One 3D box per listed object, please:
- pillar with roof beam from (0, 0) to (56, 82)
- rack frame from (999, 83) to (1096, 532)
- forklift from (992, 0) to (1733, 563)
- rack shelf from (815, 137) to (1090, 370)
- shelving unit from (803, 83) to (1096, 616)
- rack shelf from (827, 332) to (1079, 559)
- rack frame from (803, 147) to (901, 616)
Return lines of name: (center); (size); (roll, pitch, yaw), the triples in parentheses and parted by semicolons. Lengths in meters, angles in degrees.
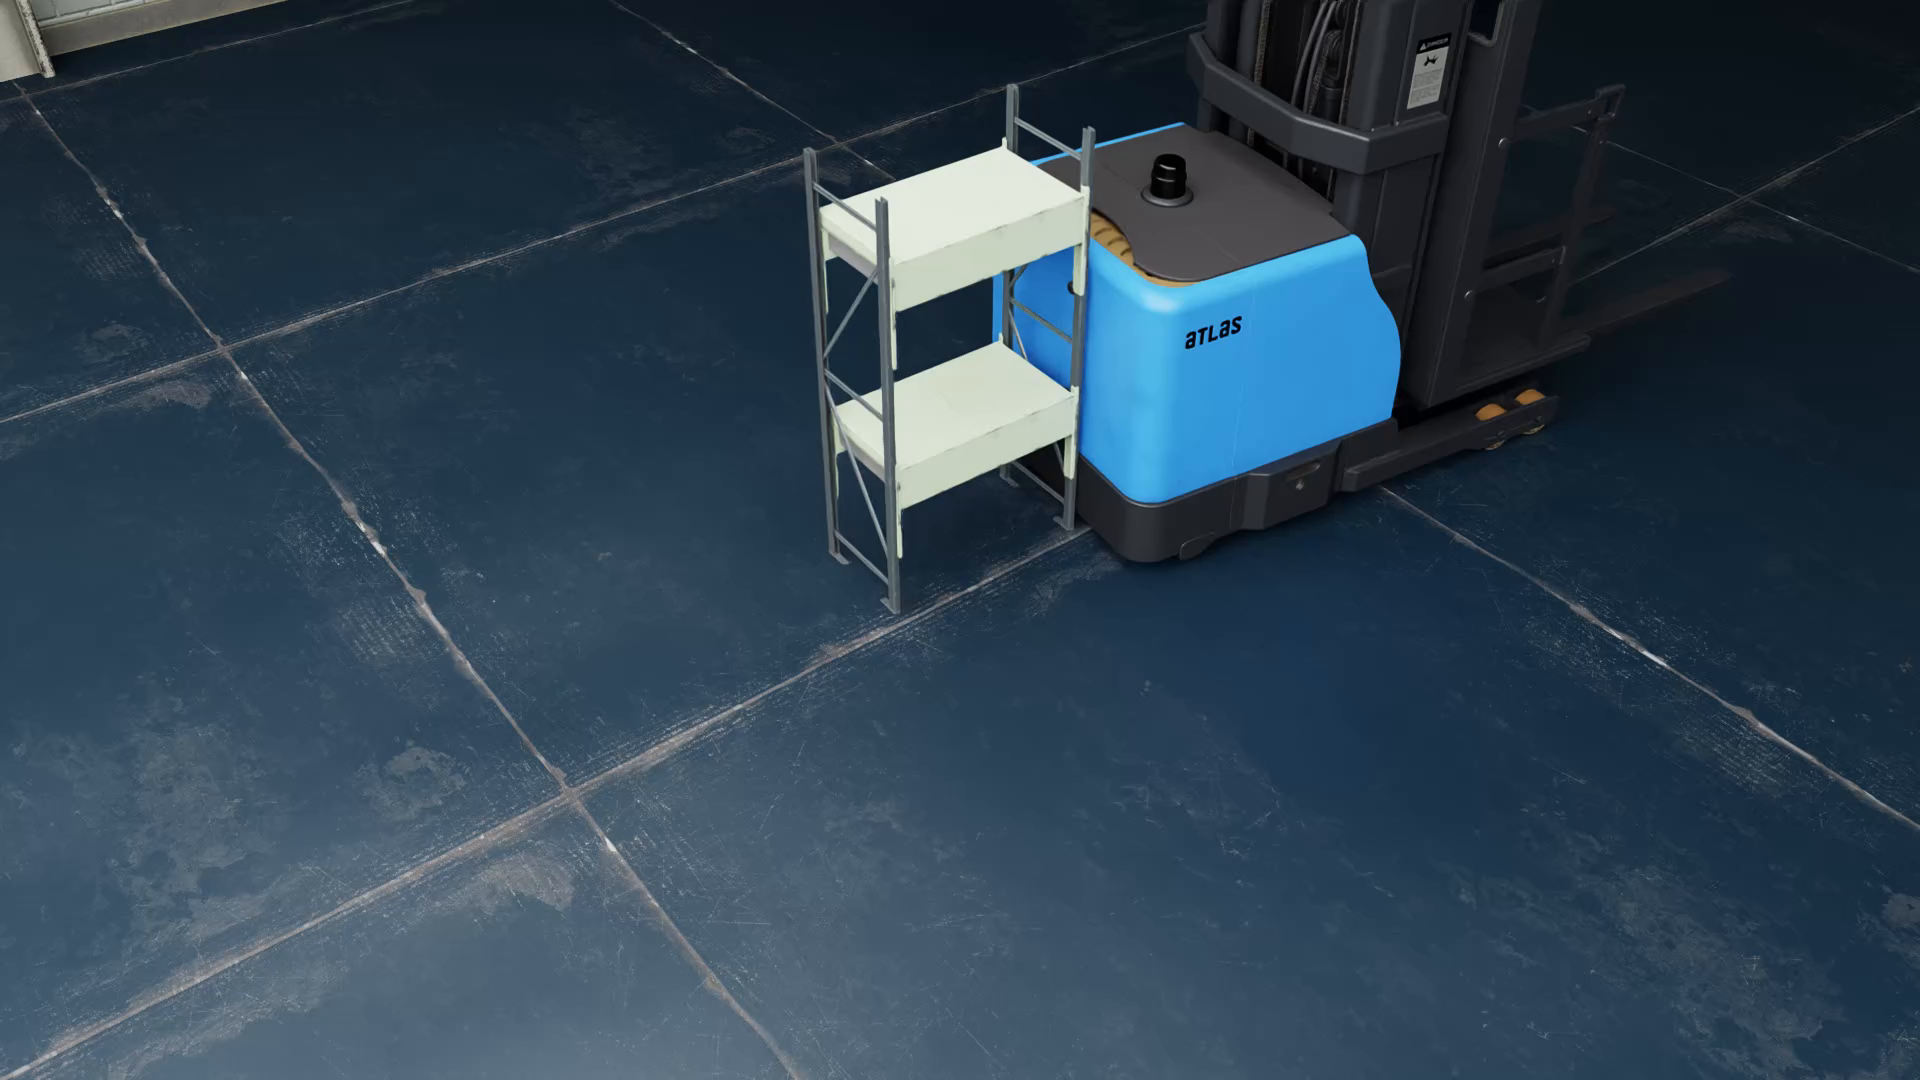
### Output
pillar with roof beam: (-2.366, -3.752, 3.229); (0.400, 9.000, 9.100); (-26, 46, -28)
rack frame: (0.269, -0.712, 5.436); (0.023, 1.500, 0.400); (-25, 45, -27)
forklift: (1.638, -1.740, 5.560); (3.031, 2.935, 1.130); (-20, 43, -22)
rack shelf: (-0.026, -0.877, 5.021); (0.720, 0.370, 0.431); (-25, 45, -27)
shelving unit: (-0.026, -0.575, 5.268); (0.755, 1.500, 0.431); (-25, 45, -27)
rack shelf: (-0.026, -0.323, 5.475); (0.720, 0.370, 0.431); (-25, 45, -27)
rack frame: (-0.321, -0.438, 5.101); (0.023, 1.500, 0.400); (-25, 45, -27)
